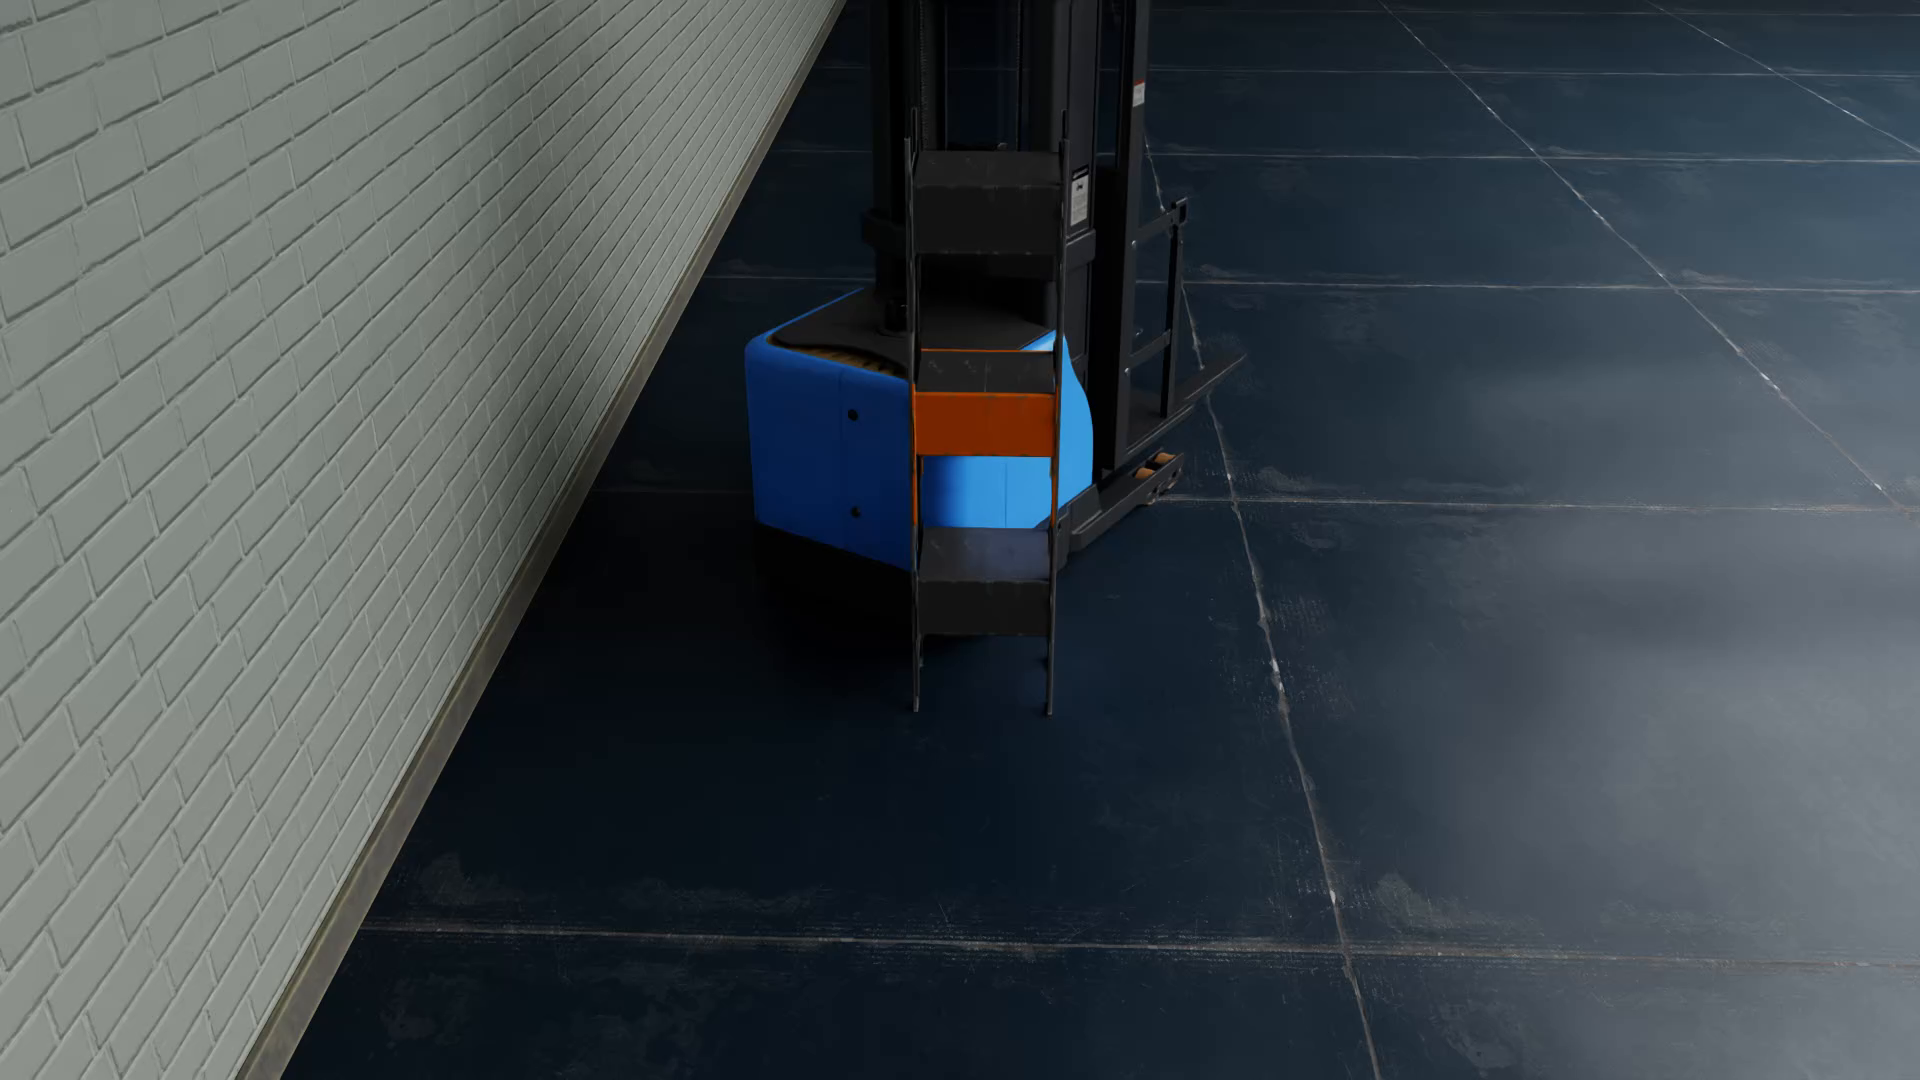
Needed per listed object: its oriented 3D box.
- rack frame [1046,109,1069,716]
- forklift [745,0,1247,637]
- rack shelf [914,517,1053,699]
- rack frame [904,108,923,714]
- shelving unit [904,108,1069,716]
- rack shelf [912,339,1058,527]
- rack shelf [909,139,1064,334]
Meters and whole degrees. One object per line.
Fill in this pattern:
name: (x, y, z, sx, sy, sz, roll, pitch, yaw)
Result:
rack frame: (0.332, -0.381, 5.727, 0.015, 2.100, 0.400, 1, 28, 2)
forklift: (0.378, -1.565, 7.072, 1.130, 2.935, 3.031, 17, 32, 29)
rack shelf: (0.088, 0.246, 6.069, 0.480, 0.518, 0.431, 1, 28, 2)
rack frame: (-0.156, -0.389, 5.742, 0.015, 2.100, 0.400, 1, 28, 2)
shelving unit: (0.088, -0.385, 5.734, 0.503, 2.100, 0.431, 1, 28, 2)
rack shelf: (0.088, -0.373, 5.741, 0.480, 0.518, 0.431, 1, 28, 2)
rack shelf: (0.088, -0.991, 5.413, 0.480, 0.518, 0.431, 1, 28, 2)
